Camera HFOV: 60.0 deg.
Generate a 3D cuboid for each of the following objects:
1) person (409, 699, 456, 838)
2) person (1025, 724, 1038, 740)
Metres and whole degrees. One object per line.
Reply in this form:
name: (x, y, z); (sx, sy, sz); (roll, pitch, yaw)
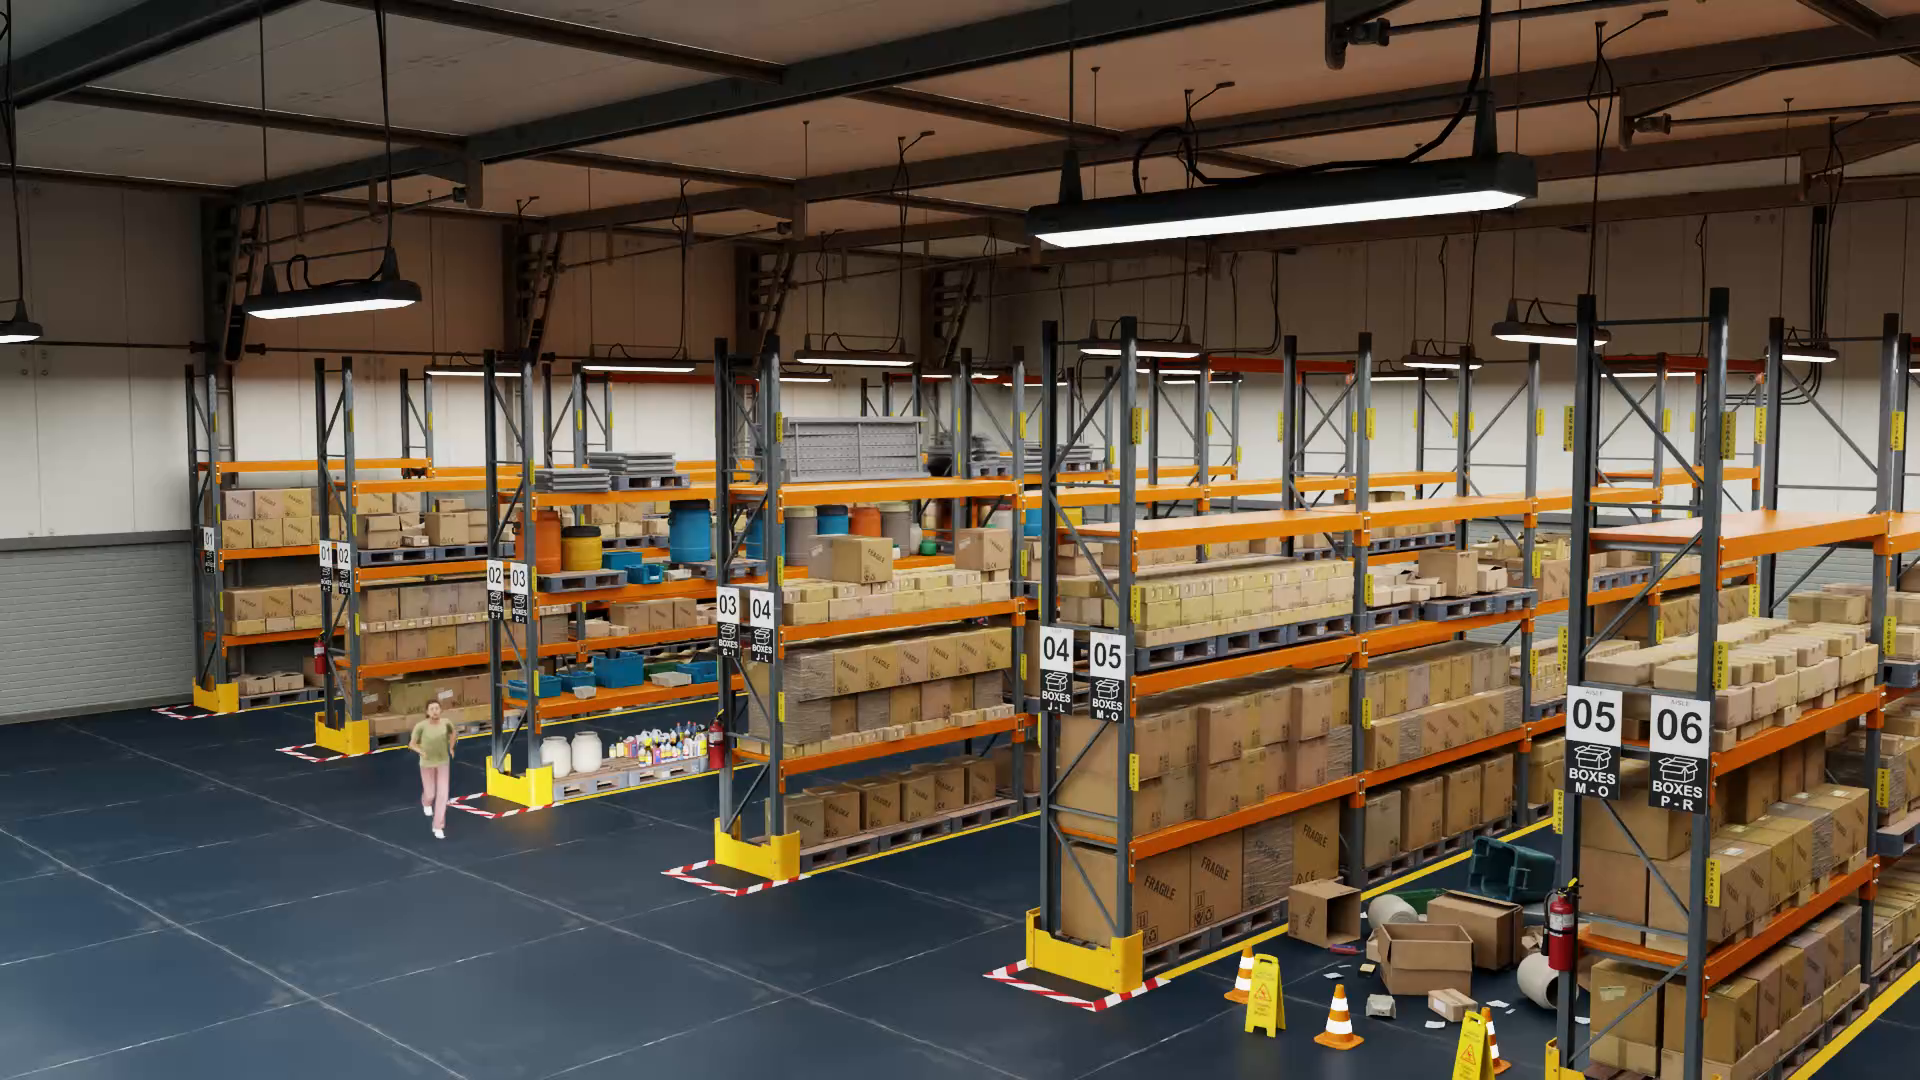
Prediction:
person: (-6.494, 2.788, 20.538); (0.586, 1.682, 0.852); (-2, 5, -27)
person: (1.127, 2.414, 25.069); (0.678, 1.708, 0.815); (4, 6, 42)
